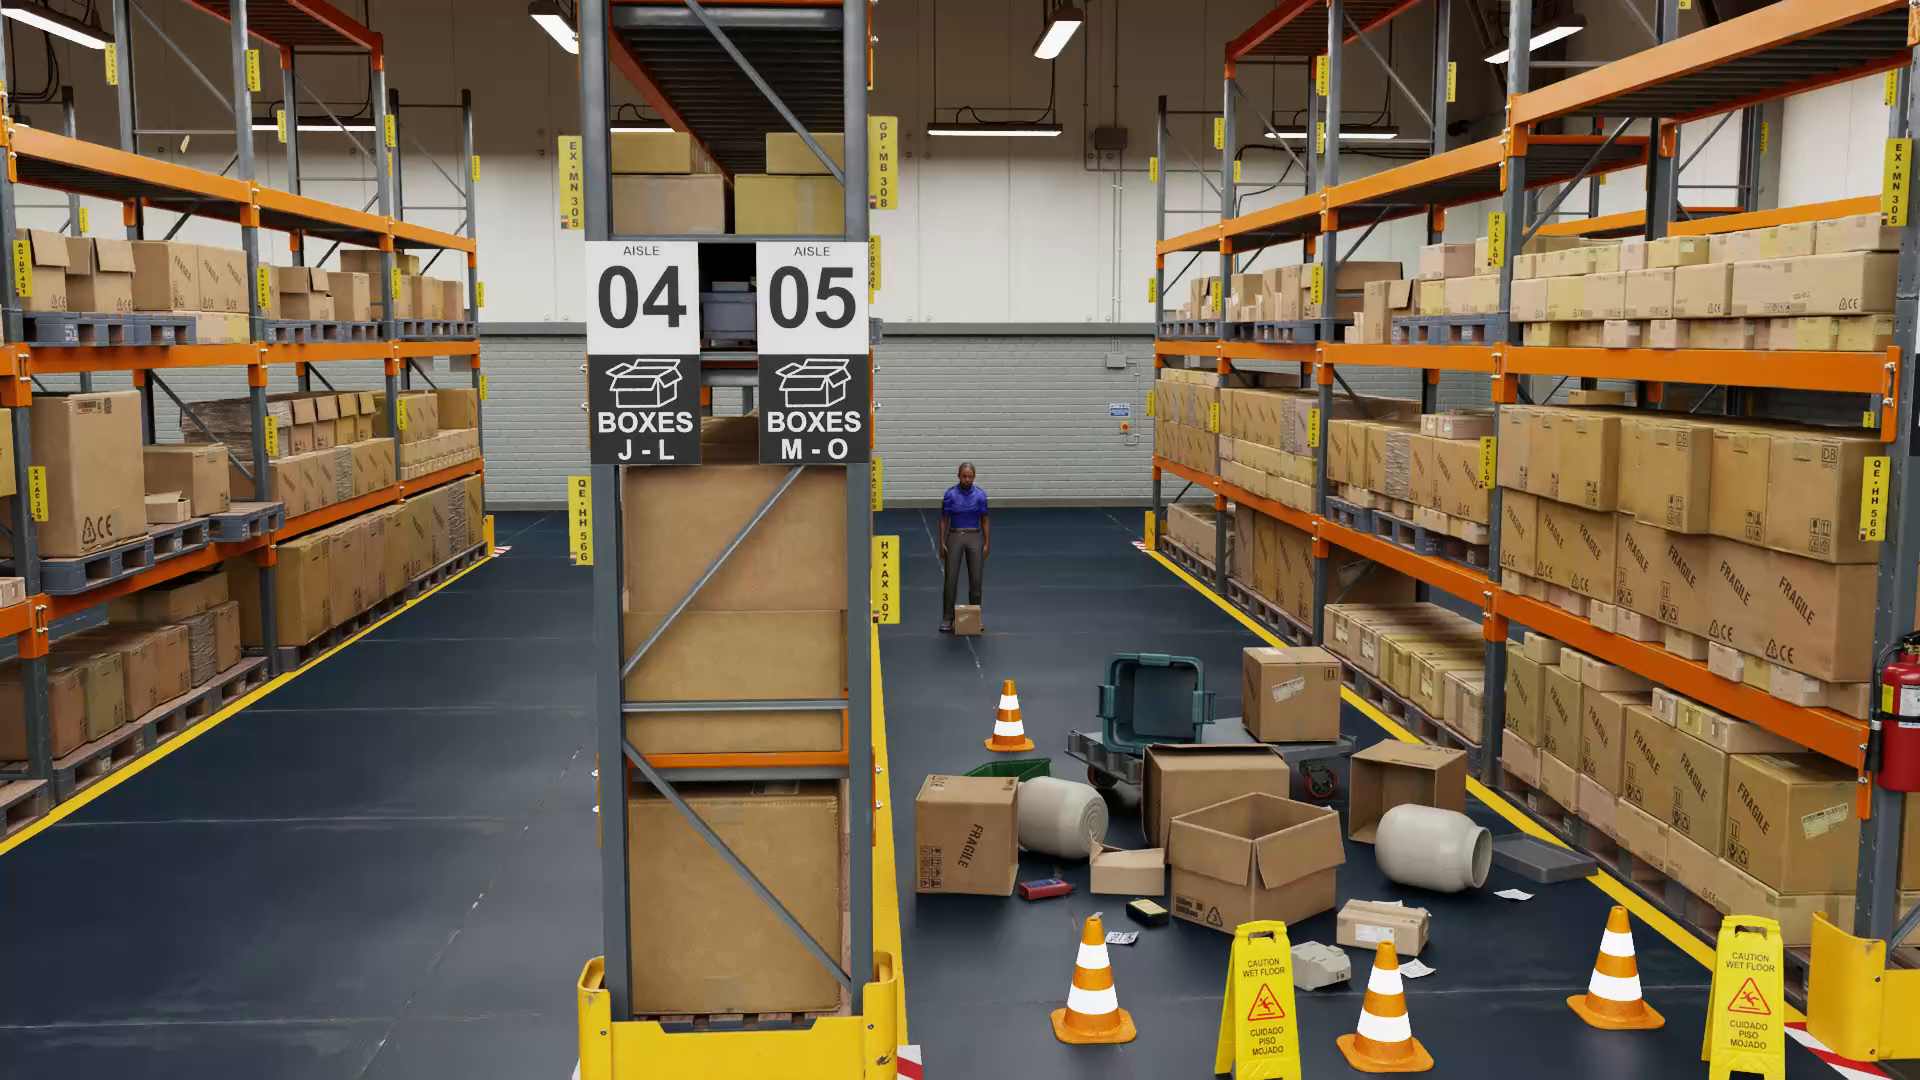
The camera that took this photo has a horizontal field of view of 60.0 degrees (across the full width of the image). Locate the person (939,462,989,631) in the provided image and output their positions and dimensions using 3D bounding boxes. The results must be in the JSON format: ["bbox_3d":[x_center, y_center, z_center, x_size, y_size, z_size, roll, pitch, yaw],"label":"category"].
[{"bbox_3d":[0.040,0.052,16.344,0.504,1.655,0.349,0,7,-3],"label":"person"}]
